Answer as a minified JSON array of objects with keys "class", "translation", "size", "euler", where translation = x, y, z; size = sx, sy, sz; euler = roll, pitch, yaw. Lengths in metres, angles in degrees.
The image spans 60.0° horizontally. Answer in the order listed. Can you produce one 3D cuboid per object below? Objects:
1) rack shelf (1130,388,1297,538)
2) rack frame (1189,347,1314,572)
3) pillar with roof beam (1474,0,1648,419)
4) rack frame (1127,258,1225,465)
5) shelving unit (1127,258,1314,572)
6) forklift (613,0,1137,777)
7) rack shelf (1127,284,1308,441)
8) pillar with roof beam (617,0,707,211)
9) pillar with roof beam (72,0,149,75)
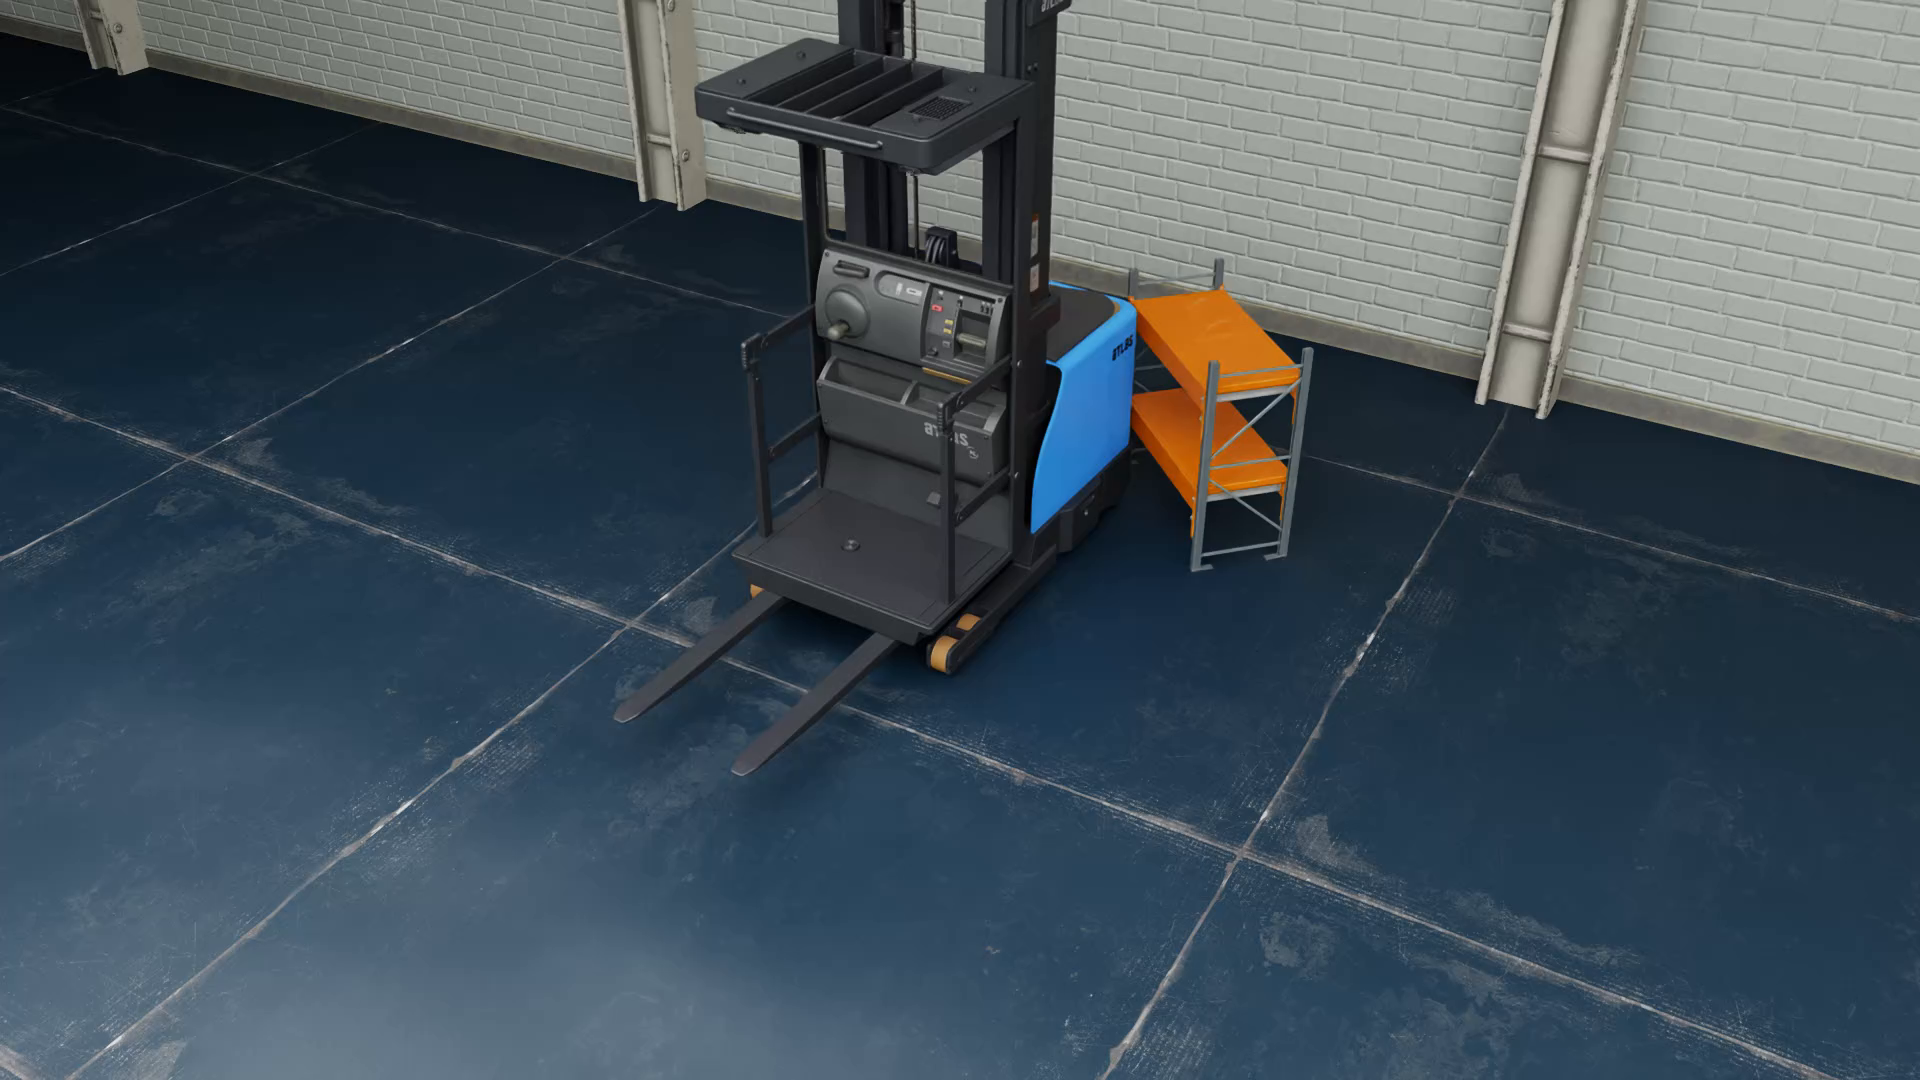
[{"class":"rack shelf","translation":[1.218,-0.428,8.319],"size":[0.538,0.278,1.000],"euler":[-9,35,-13]},{"class":"rack frame","translation":[1.355,-0.360,7.776],"size":[0.500,1.125,0.032],"euler":[-9,35,-13]},{"class":"pillar with roof beam","translation":[1.025,-2.472,3.843],"size":[0.400,9.000,9.100],"euler":[18,37,24]},{"class":"rack frame","translation":[1.081,-0.903,8.591],"size":[0.500,1.125,0.032],"euler":[-9,35,-13]},{"class":"shelving unit","translation":[1.218,-0.632,8.184],"size":[0.538,1.125,1.048],"euler":[-9,35,-13]},{"class":"forklift","translation":[-0.331,-0.925,6.995],"size":[1.130,2.935,3.031],"euler":[19,38,26]},{"class":"rack shelf","translation":[1.218,-0.875,8.021],"size":[0.538,0.278,1.000],"euler":[-9,35,-13]},{"class":"pillar with roof beam","translation":[-4.185,-4.122,6.321],"size":[0.400,9.000,9.100],"euler":[18,37,24]},{"class":"pillar with roof beam","translation":[-9.394,-5.772,8.799],"size":[0.400,9.000,9.100],"euler":[18,37,24]}]
